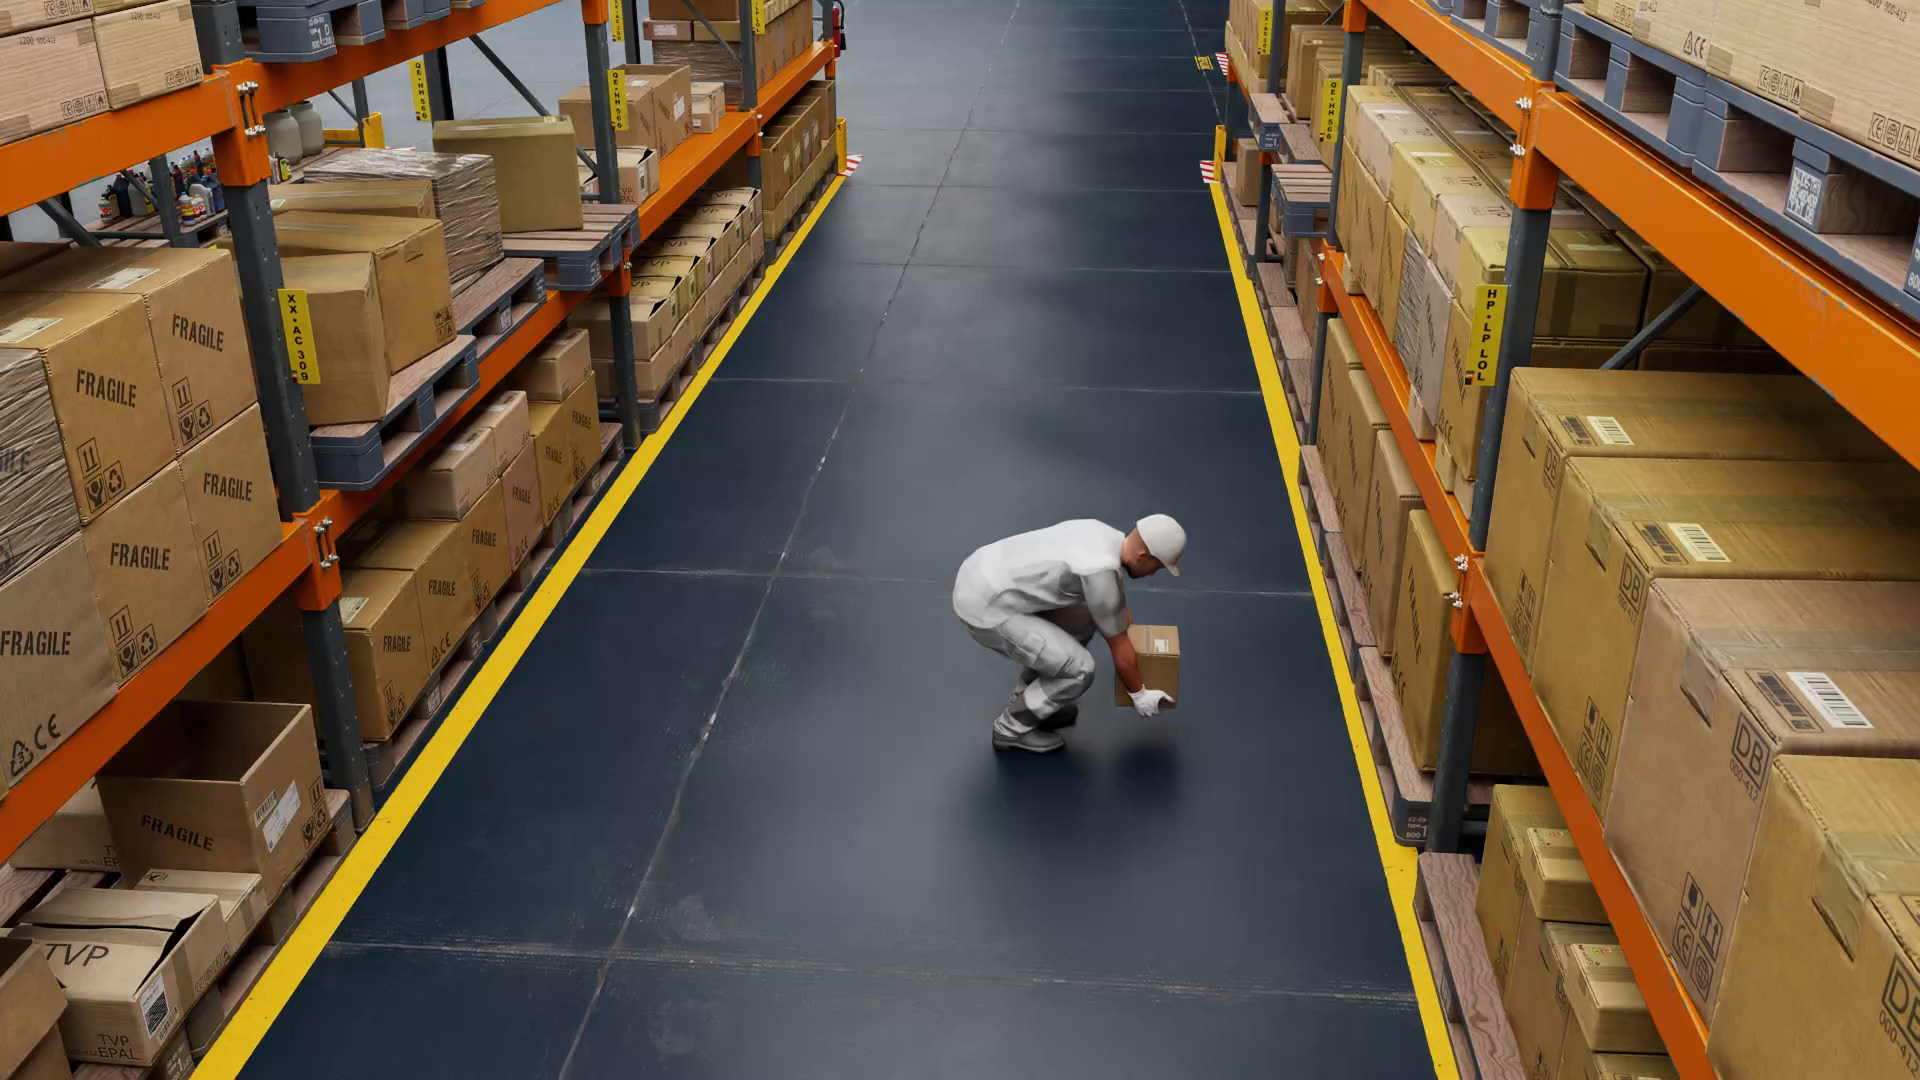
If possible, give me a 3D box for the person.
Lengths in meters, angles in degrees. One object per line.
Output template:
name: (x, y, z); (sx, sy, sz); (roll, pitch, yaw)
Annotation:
person: (0.447, 0.356, 6.764); (0.950, 0.985, 0.525); (1, 24, 2)
